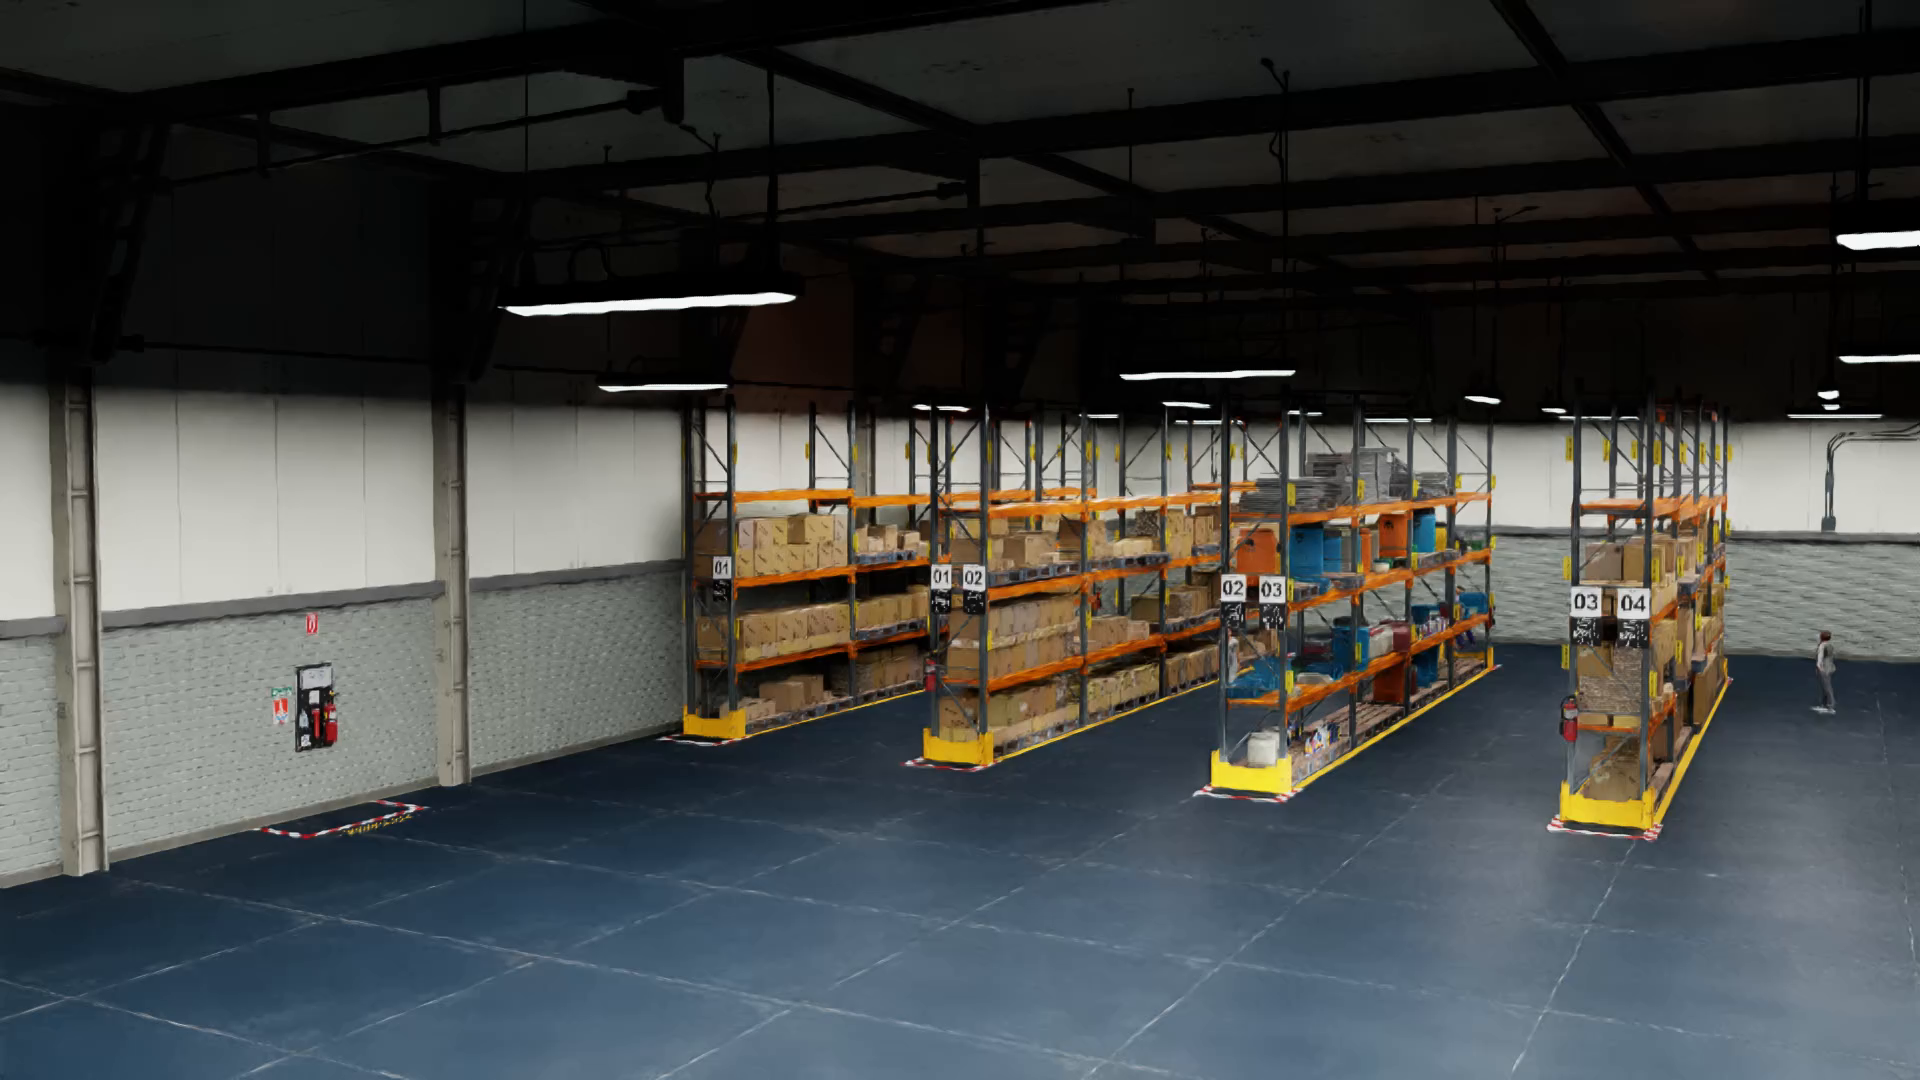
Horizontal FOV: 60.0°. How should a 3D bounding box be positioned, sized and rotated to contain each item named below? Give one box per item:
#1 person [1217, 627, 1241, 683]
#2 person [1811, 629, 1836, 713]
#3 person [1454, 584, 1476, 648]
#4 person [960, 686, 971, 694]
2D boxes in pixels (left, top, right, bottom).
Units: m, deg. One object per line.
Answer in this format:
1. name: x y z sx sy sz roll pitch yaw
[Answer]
1. person: 5.292 2.453 32.911 0.449 1.584 1.099 1 3 26
2. person: 16.608 2.510 31.946 0.521 1.589 0.534 -2 4 -38
3. person: 12.933 1.952 42.597 0.554 1.632 0.544 -1 3 -25
4. person: 0.246 2.549 30.860 0.677 1.674 0.534 1 3 26
